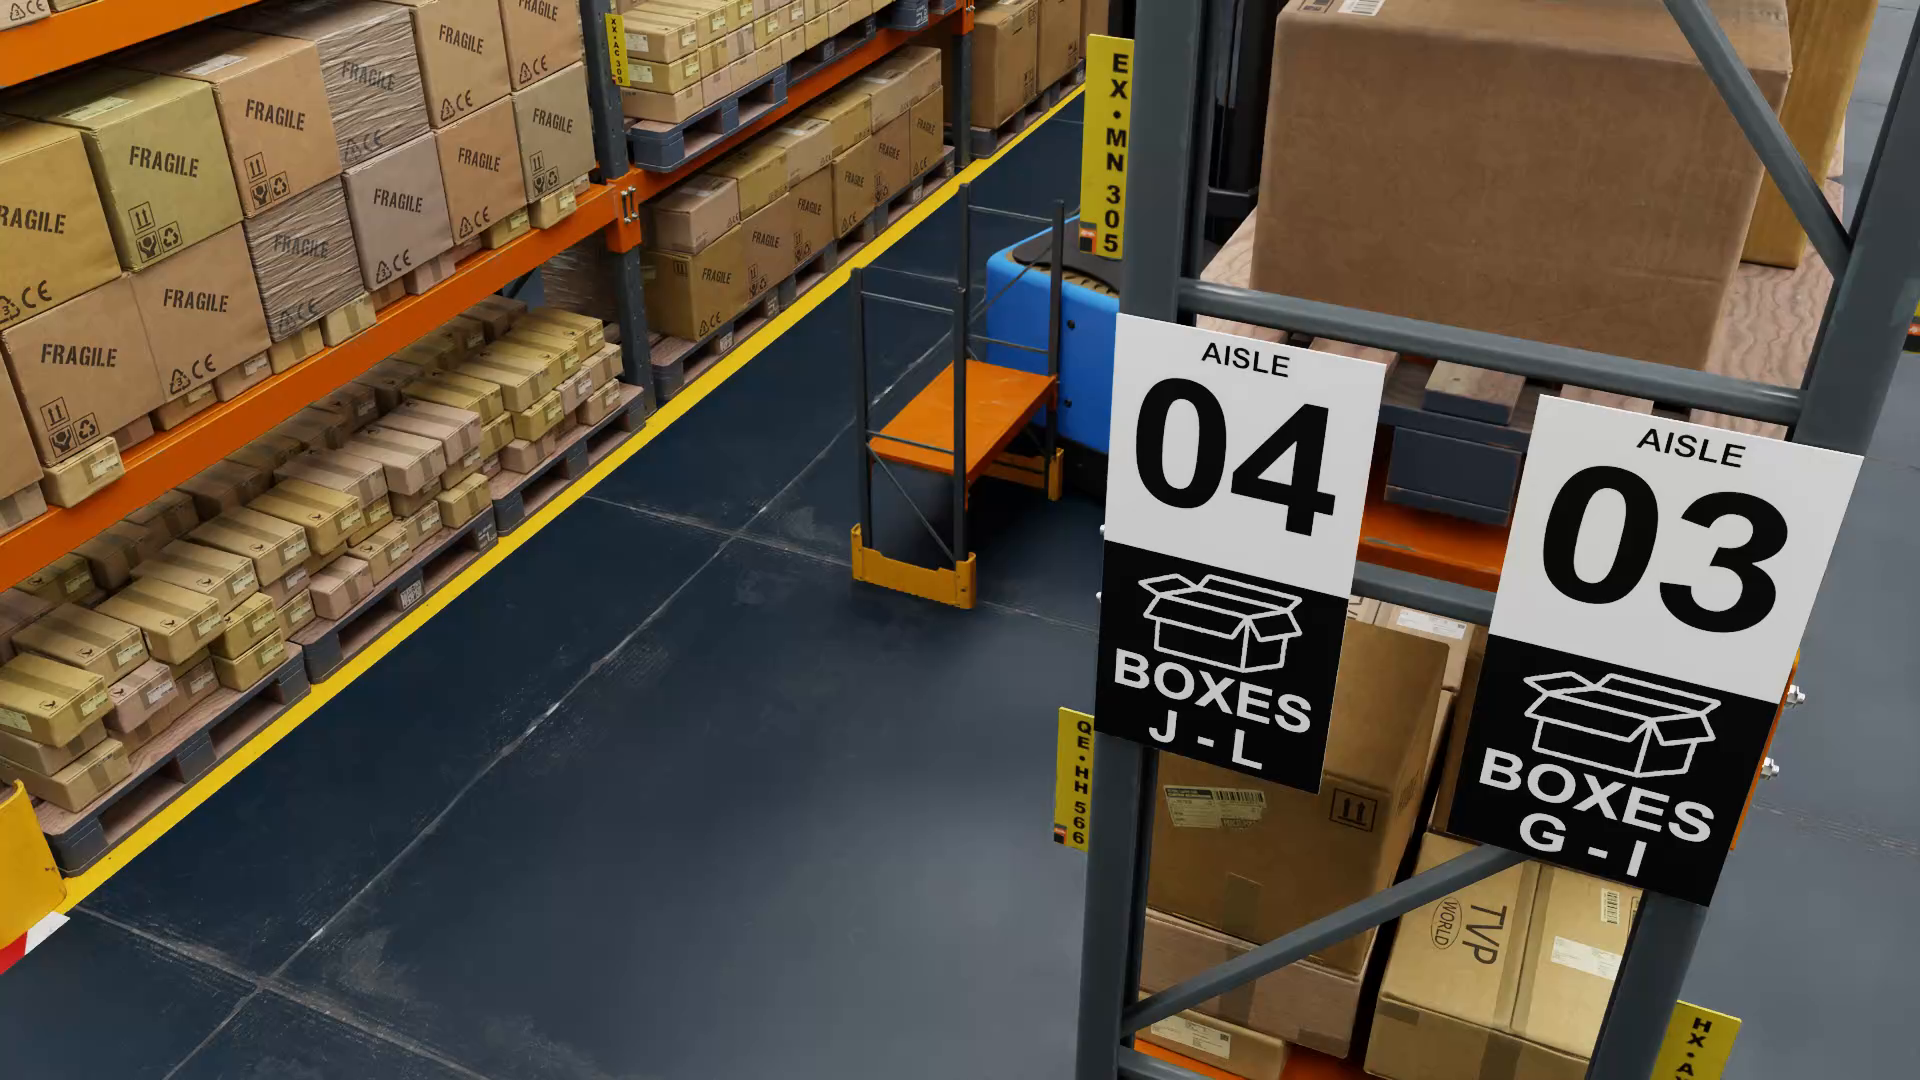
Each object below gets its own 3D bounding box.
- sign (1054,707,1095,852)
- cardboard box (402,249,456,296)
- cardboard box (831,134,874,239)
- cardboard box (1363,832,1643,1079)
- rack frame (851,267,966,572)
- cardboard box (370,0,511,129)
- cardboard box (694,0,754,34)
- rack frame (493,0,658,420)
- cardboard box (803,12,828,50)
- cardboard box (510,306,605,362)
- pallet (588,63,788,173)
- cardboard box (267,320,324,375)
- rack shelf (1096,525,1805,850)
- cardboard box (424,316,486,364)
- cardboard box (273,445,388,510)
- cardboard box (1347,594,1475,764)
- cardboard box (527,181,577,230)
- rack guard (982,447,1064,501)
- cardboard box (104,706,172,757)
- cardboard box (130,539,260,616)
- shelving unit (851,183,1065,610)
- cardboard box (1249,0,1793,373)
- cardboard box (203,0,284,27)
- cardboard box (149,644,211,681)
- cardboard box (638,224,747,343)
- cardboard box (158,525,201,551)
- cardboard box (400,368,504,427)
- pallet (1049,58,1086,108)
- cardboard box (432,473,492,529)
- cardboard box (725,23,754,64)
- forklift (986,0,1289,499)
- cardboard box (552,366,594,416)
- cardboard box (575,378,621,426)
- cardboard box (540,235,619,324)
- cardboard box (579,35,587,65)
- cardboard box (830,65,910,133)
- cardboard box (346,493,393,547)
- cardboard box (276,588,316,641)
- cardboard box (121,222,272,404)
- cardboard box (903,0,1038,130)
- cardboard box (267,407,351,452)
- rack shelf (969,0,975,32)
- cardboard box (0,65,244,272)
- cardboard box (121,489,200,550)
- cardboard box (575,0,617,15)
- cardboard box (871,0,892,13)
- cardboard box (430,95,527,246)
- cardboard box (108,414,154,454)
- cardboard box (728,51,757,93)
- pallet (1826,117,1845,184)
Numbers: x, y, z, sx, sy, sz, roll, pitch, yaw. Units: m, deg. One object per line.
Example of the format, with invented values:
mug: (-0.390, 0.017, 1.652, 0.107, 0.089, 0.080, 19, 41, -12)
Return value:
sign: (0.224, 0.448, 3.059, 0.100, 0.325, 0.005, 14, 36, 20)
cardboard box: (-2.376, -1.179, 7.041, 0.380, 0.149, 0.250, 13, 35, 18)
cardboard box: (-0.869, -2.227, 10.308, 0.500, 0.500, 0.500, 13, 35, 18)
cardboard box: (1.158, 0.924, 3.471, 0.500, 0.250, 0.500, 13, 36, 19)
rack frame: (-0.207, -0.406, 7.001, 0.500, 1.500, 0.032, 15, 36, 21)
cardboard box: (-2.240, -2.047, 6.862, 0.500, 0.500, 0.500, 13, 35, 19)
cardboard box: (-1.274, -2.695, 8.428, 0.380, 0.149, 0.250, 14, 36, 21)
rack frame: (-2.078, -2.017, 8.091, 1.000, 3.000, 0.127, 14, 36, 20)
cardboard box: (-0.954, -2.830, 9.177, 0.380, 0.149, 0.250, 14, 36, 20)
cardboard box: (-1.990, -1.013, 8.233, 0.380, 0.149, 0.250, 15, 36, 22)
pallet: (-1.626, -2.285, 8.673, 1.003, 0.211, 1.213, 14, 36, 20)
cardboard box: (-2.712, -0.795, 6.456, 0.380, 0.149, 0.250, 16, 36, 22)
rack shelf: (1.548, -0.787, 4.135, 1.077, 0.370, 4.000, 14, 36, 20)
cardboard box: (-2.579, -1.002, 8.217, 0.380, 0.149, 0.250, 16, 36, 23)
cardboard box: (-2.673, -0.248, 7.067, 0.380, 0.149, 0.250, 14, 36, 21)
cardboard box: (1.099, 0.293, 4.433, 0.500, 0.250, 0.500, 13, 35, 19)
cardboard box: (-1.993, -1.563, 7.627, 0.380, 0.149, 0.250, 13, 36, 19)
rack guard: (0.219, -0.378, 8.098, 0.587, 0.250, 0.087, 15, 36, 21)
cardboard box: (-3.206, 0.655, 6.233, 0.380, 0.149, 0.250, 14, 36, 20)
cardboard box: (-2.967, 0.156, 6.451, 0.380, 0.149, 0.250, 12, 35, 18)
shelving unit: (0.006, -0.653, 7.379, 0.587, 1.500, 1.083, 15, 36, 21)
cardboard box: (0.880, -0.622, 2.662, 0.700, 0.500, 0.500, 12, 35, 18)
cardboard box: (-2.930, -1.927, 6.680, 0.500, 0.500, 0.500, 15, 36, 21)
cardboard box: (-3.111, 0.399, 6.351, 0.380, 0.149, 0.250, 15, 36, 21)
cardboard box: (-1.528, -1.455, 9.130, 0.500, 0.500, 0.500, 16, 36, 22)
cardboard box: (-3.369, 0.018, 6.932, 0.380, 0.149, 0.250, 15, 36, 21)
cardboard box: (-2.338, -0.639, 7.664, 0.380, 0.149, 0.250, 15, 36, 22)
pallet: (0.506, -3.824, 13.390, 1.003, 0.211, 1.213, 14, 36, 20)
cardboard box: (-2.365, -0.212, 7.555, 0.380, 0.149, 0.250, 14, 36, 20)
cardboard box: (-1.281, -2.561, 8.495, 0.380, 0.149, 0.250, 15, 36, 22)
forklift: (1.465, -2.093, 8.269, 1.130, 2.935, 3.031, 26, 41, 34)
cardboard box: (-2.023, -0.758, 8.116, 0.380, 0.149, 0.250, 12, 35, 18)
cardboard box: (-1.932, -0.727, 8.341, 0.380, 0.149, 0.250, 15, 36, 21)
cardboard box: (-1.997, -1.574, 9.312, 0.500, 0.500, 0.500, 13, 36, 20)
cardboard box: (-2.091, -2.456, 8.335, 0.380, 0.149, 0.250, 15, 36, 22)
cardboard box: (-0.654, -2.799, 10.495, 0.500, 0.250, 0.500, 15, 36, 21)
cardboard box: (-2.682, -0.134, 7.165, 0.380, 0.149, 0.250, 16, 36, 23)
cardboard box: (-2.882, 0.278, 6.807, 0.380, 0.149, 0.250, 14, 36, 21)
cardboard box: (-2.895, -0.865, 5.971, 0.500, 0.500, 0.500, 15, 36, 21)
cardboard box: (-0.068, -3.527, 12.062, 1.050, 0.750, 0.750, 14, 36, 20)
cardboard box: (-2.948, -0.467, 7.401, 0.380, 0.149, 0.250, 13, 35, 19)
rack shelf: (0.433, -4.705, 12.846, 1.077, 0.370, 4.000, 14, 36, 20)
cardboard box: (-2.879, -1.279, 5.691, 0.500, 0.500, 0.500, 13, 36, 19)
cardboard box: (-3.382, -0.110, 6.857, 0.380, 0.149, 0.250, 16, 36, 22)
cardboard box: (-1.975, -2.716, 8.459, 0.380, 0.149, 0.250, 13, 35, 19)
cardboard box: (-0.625, -3.220, 9.771, 0.380, 0.149, 0.250, 13, 35, 18)
cardboard box: (-2.242, -1.620, 7.122, 0.500, 0.500, 0.500, 13, 35, 19)
cardboard box: (-3.104, -0.425, 5.892, 0.380, 0.149, 0.250, 16, 36, 23)
cardboard box: (-1.276, -2.442, 8.584, 0.380, 0.149, 0.250, 14, 36, 21)
pallet: (1.521, -1.036, 3.940, 1.003, 0.211, 1.213, 14, 36, 20)
